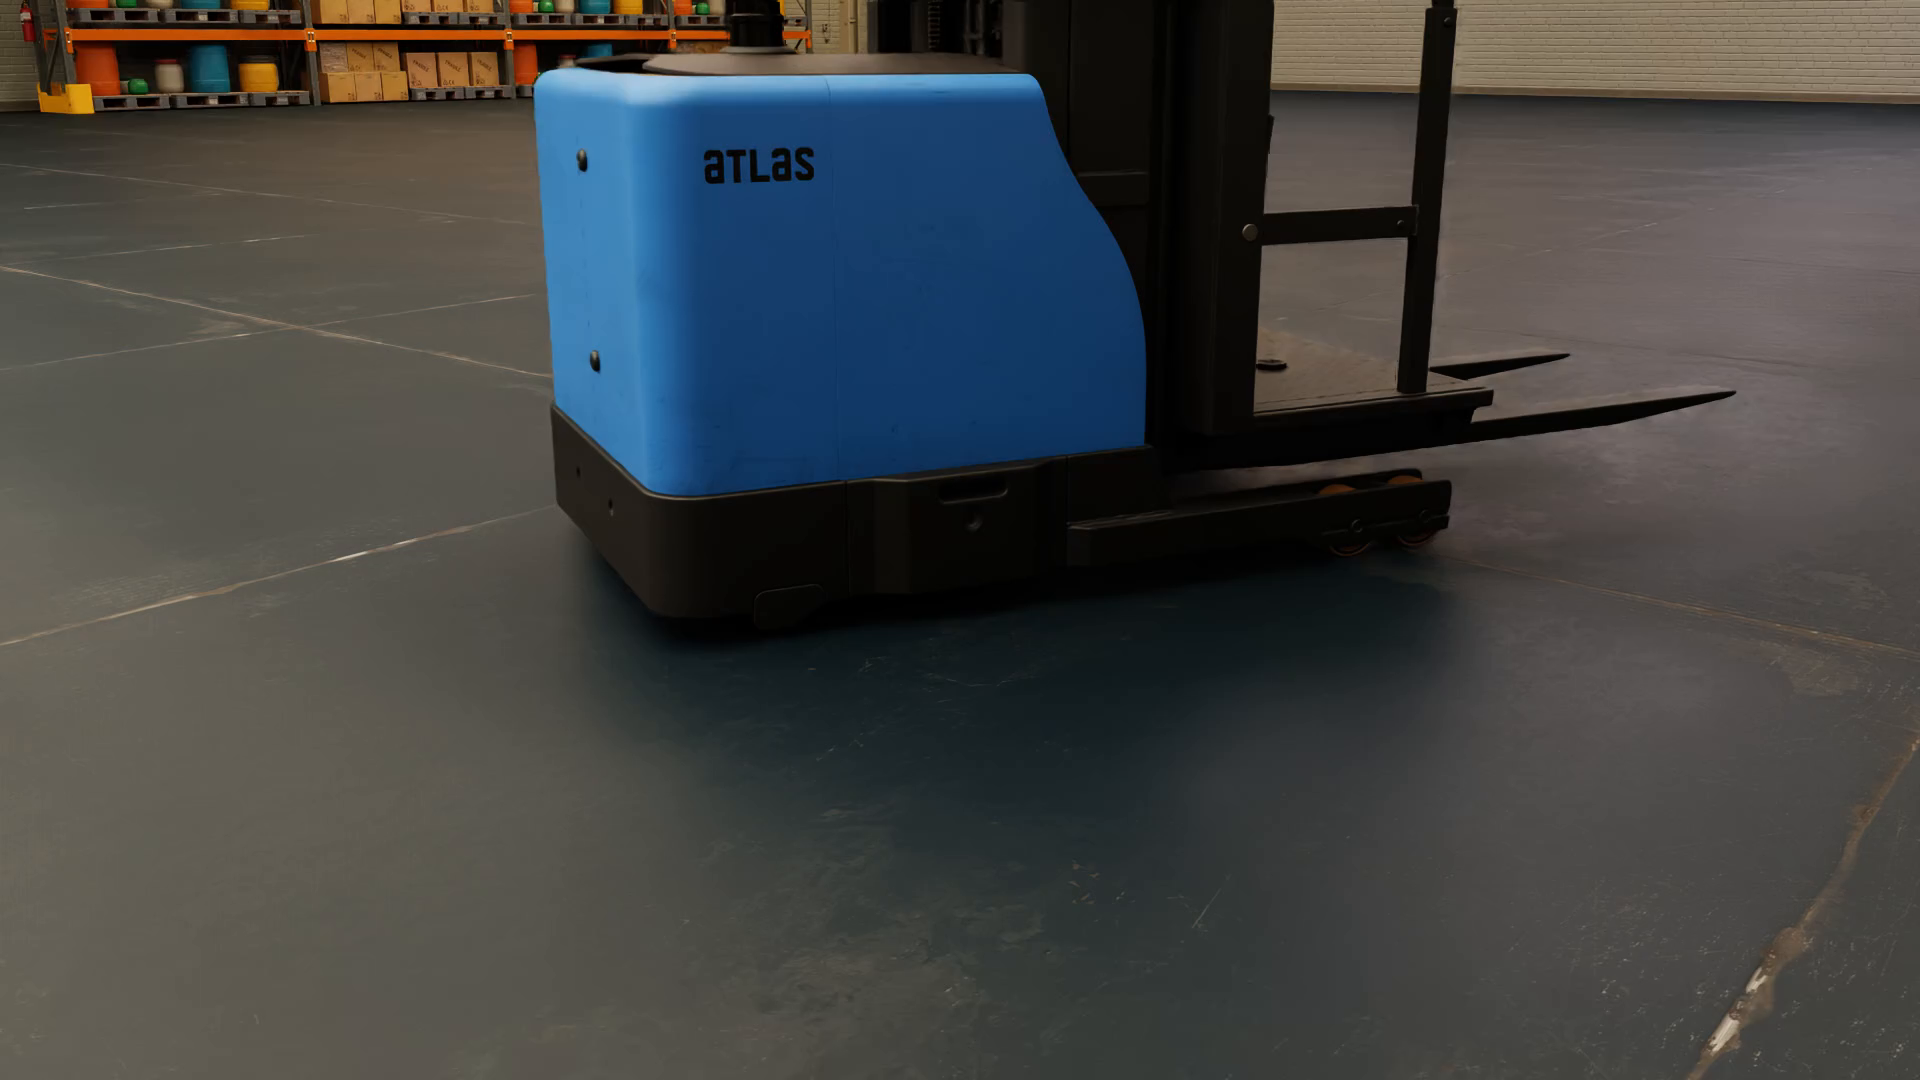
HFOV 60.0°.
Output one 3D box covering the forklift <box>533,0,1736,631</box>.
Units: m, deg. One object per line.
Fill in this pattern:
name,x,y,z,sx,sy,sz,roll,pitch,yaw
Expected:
forklift,0.588,-1.494,3.818,3.031,2.935,1.130,-8,19,-24
